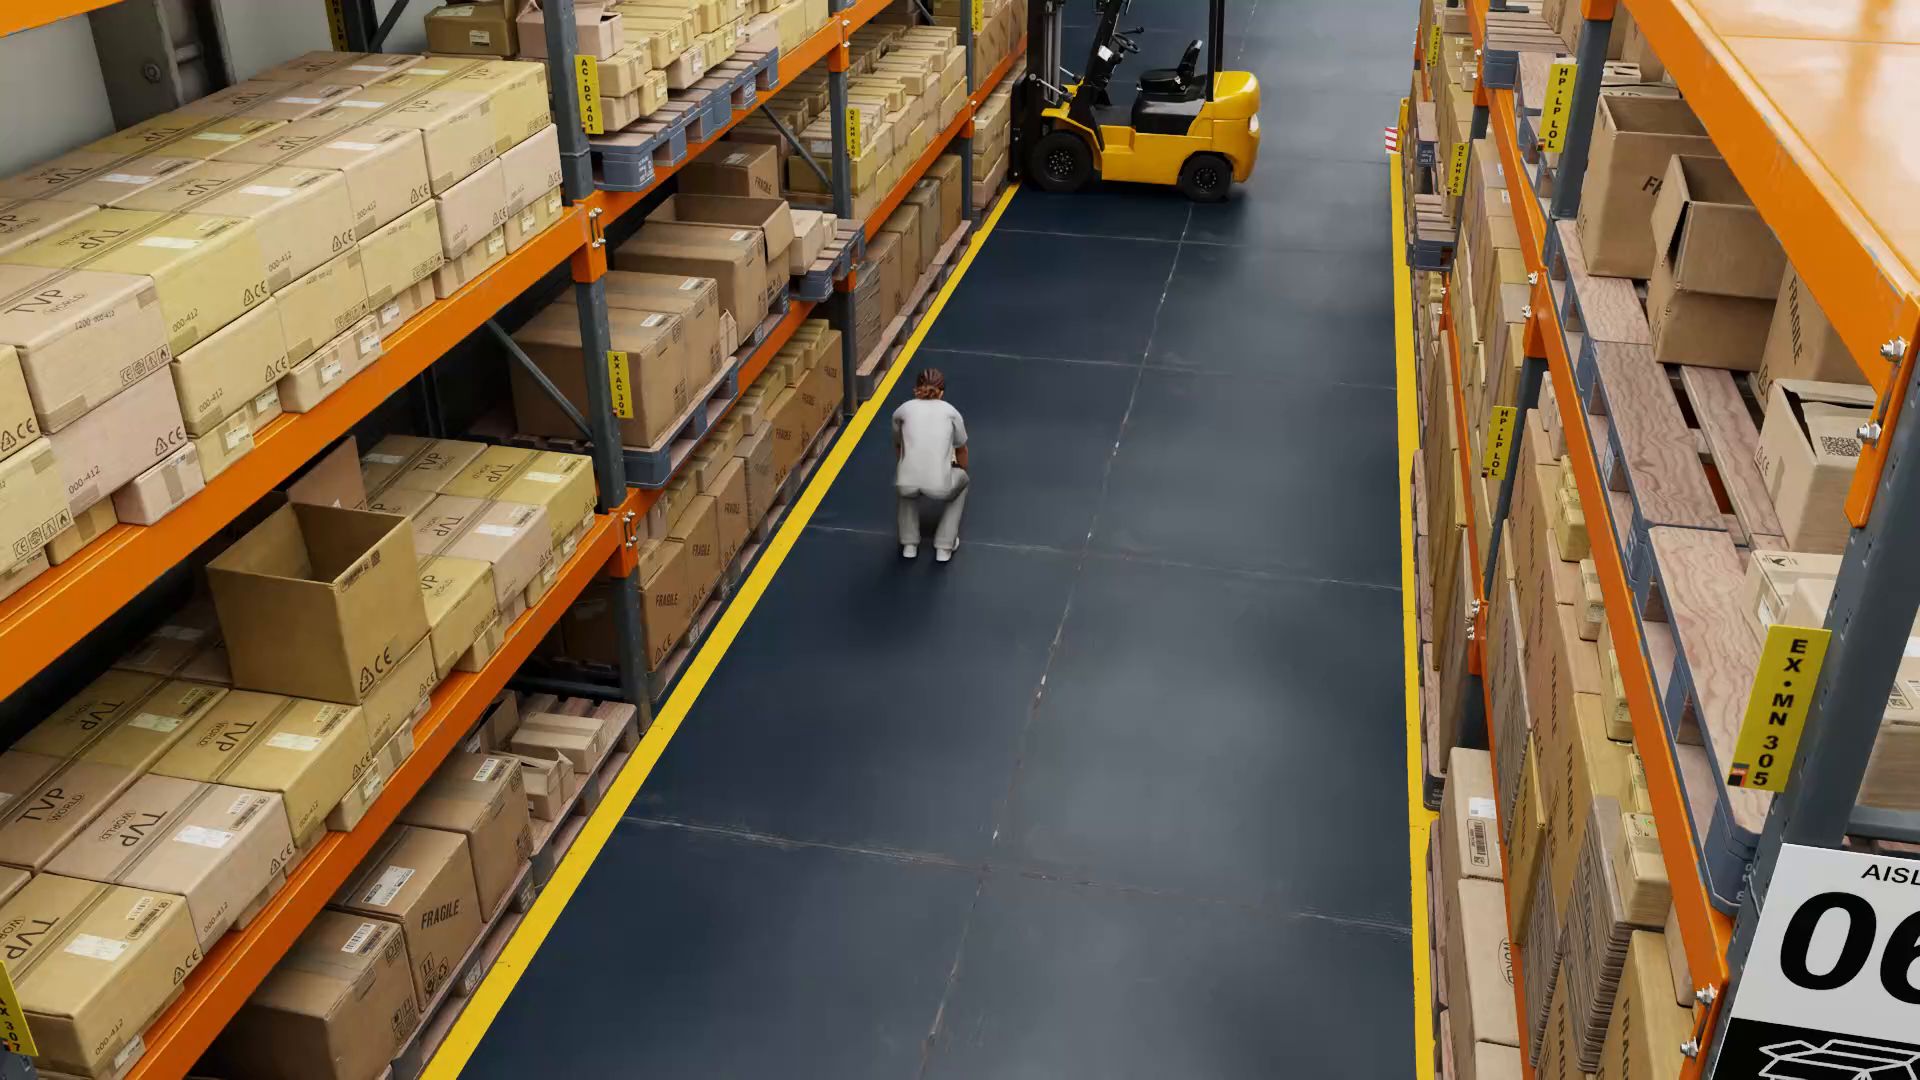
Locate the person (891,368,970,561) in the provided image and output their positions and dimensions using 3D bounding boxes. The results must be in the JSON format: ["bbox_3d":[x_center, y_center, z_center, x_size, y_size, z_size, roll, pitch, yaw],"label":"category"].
[{"bbox_3d":[-0.204,-0.443,10.070,0.491,1.048,0.761,5,29,9],"label":"person"}]
